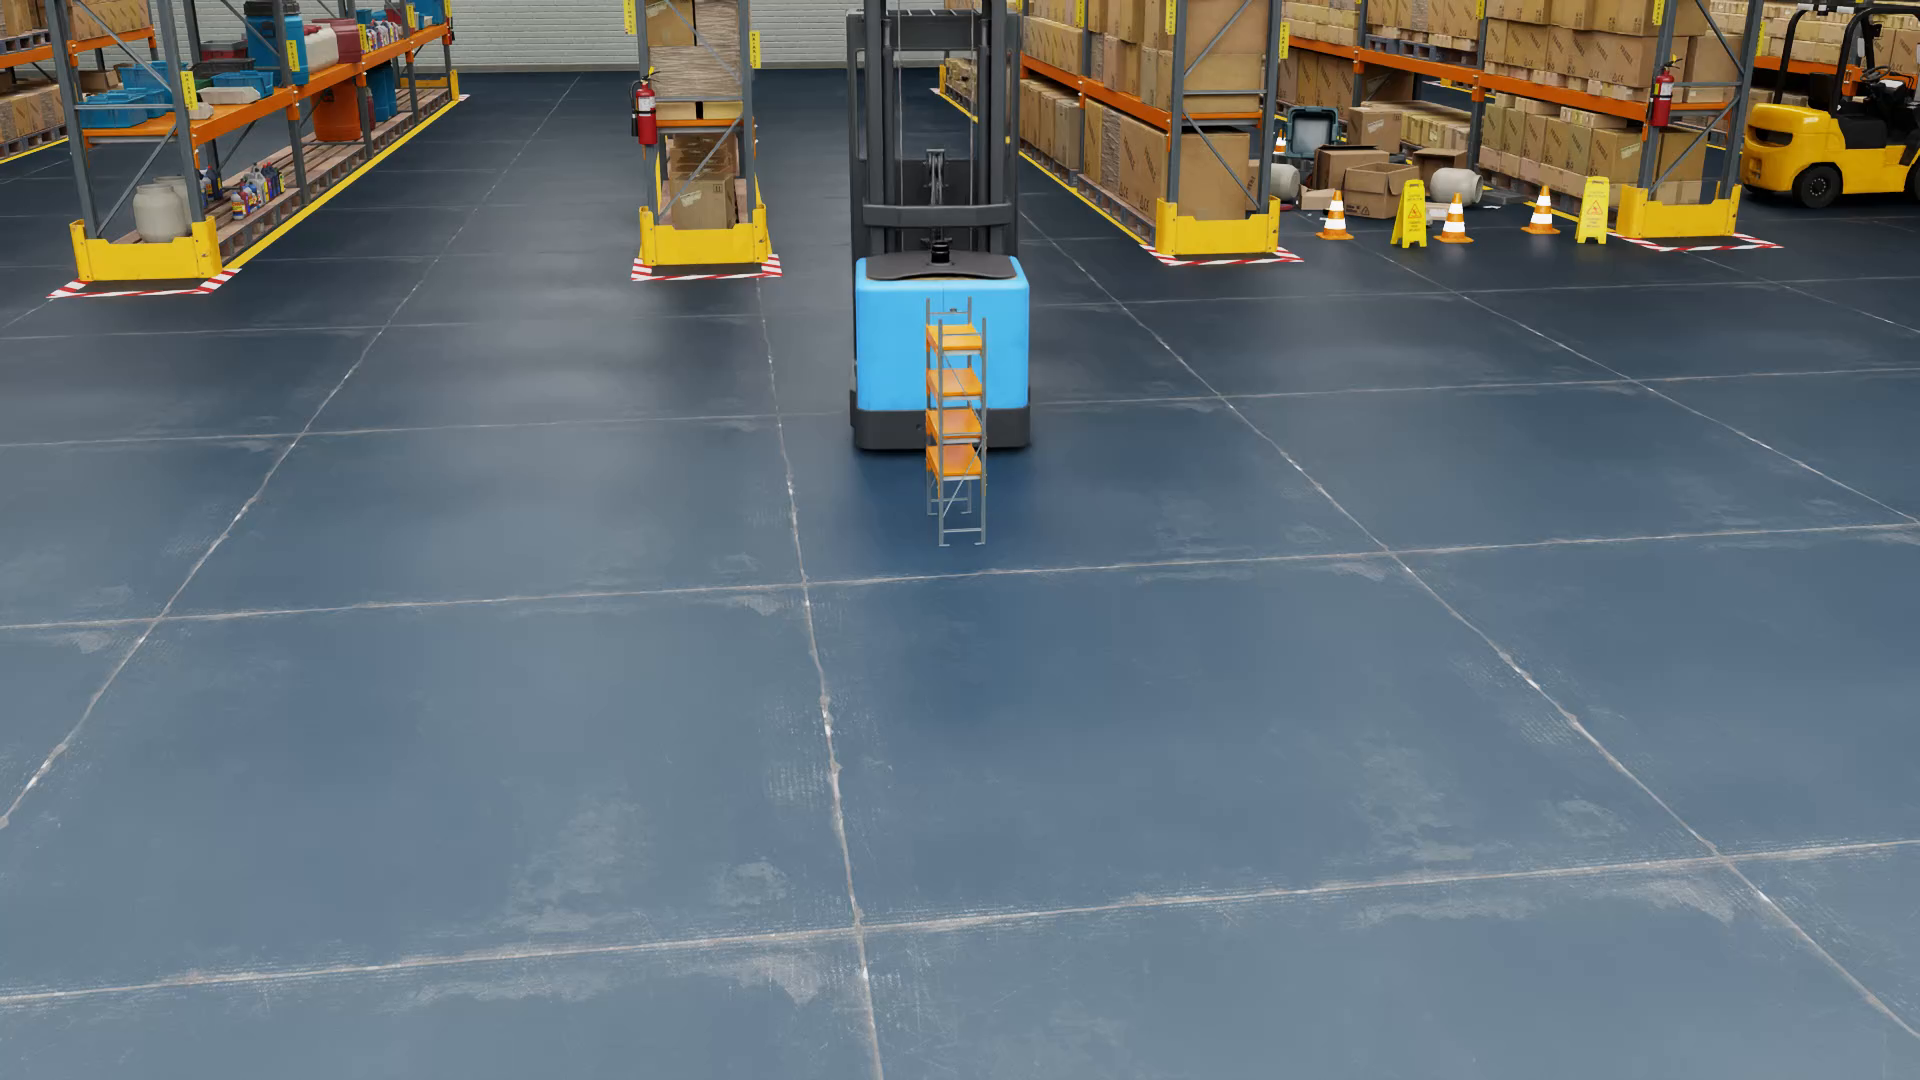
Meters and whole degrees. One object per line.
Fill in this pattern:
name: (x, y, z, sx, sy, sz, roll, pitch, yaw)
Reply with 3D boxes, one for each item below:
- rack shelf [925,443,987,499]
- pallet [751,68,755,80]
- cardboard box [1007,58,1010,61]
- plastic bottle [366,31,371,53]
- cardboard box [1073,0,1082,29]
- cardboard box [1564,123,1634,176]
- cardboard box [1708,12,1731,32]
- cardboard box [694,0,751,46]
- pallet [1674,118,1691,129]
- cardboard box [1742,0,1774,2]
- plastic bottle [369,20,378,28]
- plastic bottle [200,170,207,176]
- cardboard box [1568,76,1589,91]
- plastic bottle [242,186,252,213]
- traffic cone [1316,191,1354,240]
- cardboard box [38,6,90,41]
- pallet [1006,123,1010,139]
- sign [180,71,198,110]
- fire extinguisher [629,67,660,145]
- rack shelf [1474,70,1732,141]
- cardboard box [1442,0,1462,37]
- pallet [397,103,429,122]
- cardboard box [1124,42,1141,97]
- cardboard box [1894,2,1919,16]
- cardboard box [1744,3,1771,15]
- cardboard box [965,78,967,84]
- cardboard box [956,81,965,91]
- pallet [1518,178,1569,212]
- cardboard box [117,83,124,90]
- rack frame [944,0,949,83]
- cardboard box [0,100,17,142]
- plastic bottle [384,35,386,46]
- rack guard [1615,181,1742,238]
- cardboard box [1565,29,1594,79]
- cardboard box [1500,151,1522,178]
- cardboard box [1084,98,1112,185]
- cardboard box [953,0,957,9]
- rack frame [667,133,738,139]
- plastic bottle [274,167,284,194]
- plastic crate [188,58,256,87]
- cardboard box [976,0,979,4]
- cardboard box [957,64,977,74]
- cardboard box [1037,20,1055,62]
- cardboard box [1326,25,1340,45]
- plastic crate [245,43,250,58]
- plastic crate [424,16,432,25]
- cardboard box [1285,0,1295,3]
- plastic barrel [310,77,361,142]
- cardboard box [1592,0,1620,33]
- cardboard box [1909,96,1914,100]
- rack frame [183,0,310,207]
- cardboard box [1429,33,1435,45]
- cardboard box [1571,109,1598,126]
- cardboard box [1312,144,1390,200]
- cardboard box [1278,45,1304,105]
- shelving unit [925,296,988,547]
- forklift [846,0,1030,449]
rack shelf: (-0.024, -0.370, 8.753, 0.258, 0.148, 0.480, -3, 21, -8)
pallet: (-2.956, -5.609, 19.722, 1.003, 0.211, 1.213, -3, 21, -8)
cardboard box: (0.625, -7.520, 26.465, 0.500, 0.250, 0.500, -4, 21, -10)
plastic bottle: (-8.284, -6.963, 23.238, 0.061, 0.283, 0.133, -3, 21, -8)
cardboard box: (1.780, -6.507, 20.280, 0.700, 0.500, 0.500, -3, 21, -9)
cardboard box: (6.941, -4.247, 18.058, 0.500, 0.500, 0.500, -2, 21, -6)
cardboard box: (11.045, -7.388, 23.711, 0.500, 0.250, 0.500, -2, 21, -6)
cardboard box: (-2.222, -4.901, 15.555, 0.500, 0.500, 0.500, -3, 21, -8)
pallet: (11.082, -6.518, 25.866, 1.003, 0.211, 1.213, -3, 21, -8)
cardboard box: (11.547, -7.727, 24.048, 0.380, 0.149, 0.250, -2, 21, -6)
plastic bottle: (-8.704, -7.551, 24.718, 0.144, 0.351, 0.185, -3, 21, -8)
plastic bottle: (-8.205, -3.865, 18.041, 0.152, 0.276, 0.135, -2, 21, -6)
cardboard box: (6.874, -4.983, 18.129, 0.380, 0.149, 0.250, -3, 21, -8)
plastic bottle: (-7.316, -3.483, 17.025, 0.097, 0.271, 0.097, 0, 20, 0)
traffic cone: (3.838, -3.325, 16.956, 0.336, 0.463, 0.334, -3, 21, -8)
cardboard box: (-13.750, -7.936, 25.534, 0.500, 0.500, 0.500, -2, 21, -6)
pallet: (1.245, -5.992, 24.457, 1.003, 0.211, 1.213, -3, 21, -8)
sign: (-6.769, -3.949, 14.605, 0.100, 0.325, 0.005, -3, 21, -8)
fire extinguisher: (-2.852, -3.943, 15.098, 0.296, 0.674, 0.183, -3, 21, -8)
rack shelf: (7.105, -4.898, 18.571, 1.077, 0.370, 4.000, -3, 21, -8)
cardboard box: (6.451, -6.630, 21.012, 0.500, 0.500, 0.500, -3, 21, -7)
pallet: (-9.188, -6.894, 26.872, 1.003, 0.211, 1.213, -3, 21, -8)
cardboard box: (2.237, -5.025, 17.669, 0.875, 0.550, 0.500, -3, 21, -8)
cardboard box: (11.625, -6.458, 20.226, 0.380, 0.149, 0.250, -3, 21, -7)
cardboard box: (11.103, -7.343, 23.019, 0.380, 0.149, 0.250, -2, 21, -7)
cardboard box: (0.299, -7.964, 28.801, 0.380, 0.149, 0.250, -4, 21, -10)
cardboard box: (0.133, -8.021, 29.378, 0.380, 0.149, 0.250, -4, 21, -10)
pallet: (7.128, -3.967, 19.035, 1.003, 0.211, 1.213, -3, 21, -8)
cardboard box: (-14.093, -7.496, 27.799, 0.500, 0.250, 0.500, -3, 21, -8)
rack frame: (0.203, -9.797, 30.661, 1.000, 3.000, 0.127, -3, 21, -8)
cardboard box: (-13.233, -5.702, 22.640, 0.500, 0.500, 0.500, -4, 21, -10)
plastic bottle: (-8.479, -7.348, 24.386, 0.097, 0.201, 0.097, 0, 20, 0)
rack guard: (7.383, -3.398, 17.098, 1.175, 0.500, 0.348, -3, 21, -8)
cardboard box: (6.906, -5.250, 17.916, 0.500, 0.500, 0.500, -3, 21, -8)
cardboard box: (6.723, -4.434, 19.630, 0.500, 0.250, 0.500, -2, 21, -5)
cardboard box: (1.955, -4.623, 19.242, 0.875, 0.875, 0.875, -3, 21, -7)
cardboard box: (0.155, -9.460, 29.189, 0.500, 0.500, 0.500, -3, 21, -7)
rack frame: (-3.566, -6.812, 22.668, 1.000, 3.000, 0.127, -3, 21, -8)
plastic bottle: (-7.495, -3.961, 18.288, 0.061, 0.283, 0.133, -2, 21, -5)
plastic crate: (-7.941, -4.961, 17.800, 0.767, 0.338, 0.504, -3, 21, -8)
cardboard box: (0.462, -8.425, 25.896, 0.380, 0.149, 0.250, -3, 21, -7)
cardboard box: (0.152, -8.284, 29.233, 0.380, 0.149, 0.250, -3, 21, -7)
cardboard box: (1.303, -6.555, 21.836, 0.500, 0.500, 0.500, -3, 21, -8)
cardboard box: (5.821, -7.580, 24.938, 0.500, 0.250, 0.500, -3, 21, -7)
plastic crate: (-8.358, -5.536, 19.275, 0.392, 0.384, 0.575, -3, 21, -8)
plastic crate: (-9.324, -8.964, 28.720, 0.396, 0.136, 0.243, -3, 21, -8)
cardboard box: (5.543, -8.871, 26.608, 0.500, 0.500, 0.500, -3, 21, -8)
plastic barrel: (-8.555, -5.911, 22.757, 0.600, 0.830, 0.708, -3, 21, -8)
cardboard box: (7.038, -5.538, 17.260, 0.700, 0.500, 0.500, -3, 21, -7)
cardboard box: (11.991, -5.395, 20.775, 0.500, 0.250, 0.500, -3, 21, -7)
rack frame: (-7.891, -5.178, 18.292, 1.000, 3.000, 0.127, -3, 21, -8)
cardboard box: (6.337, -6.524, 21.657, 0.380, 0.149, 0.250, -3, 21, -8)
cardboard box: (6.868, -4.581, 18.026, 0.380, 0.149, 0.250, -3, 21, -7)
cardboard box: (4.492, -4.240, 19.156, 0.797, 0.637, 0.503, -3, 21, -8)
cardboard box: (5.832, -7.688, 27.449, 0.875, 0.875, 0.875, -2, 21, -6)
shelving unit: (-0.024, -0.619, 8.660, 0.258, 1.200, 0.503, -3, 21, -8)
forklift: (-0.180, -2.385, 10.912, 1.130, 2.935, 3.031, -1, 21, -3)
